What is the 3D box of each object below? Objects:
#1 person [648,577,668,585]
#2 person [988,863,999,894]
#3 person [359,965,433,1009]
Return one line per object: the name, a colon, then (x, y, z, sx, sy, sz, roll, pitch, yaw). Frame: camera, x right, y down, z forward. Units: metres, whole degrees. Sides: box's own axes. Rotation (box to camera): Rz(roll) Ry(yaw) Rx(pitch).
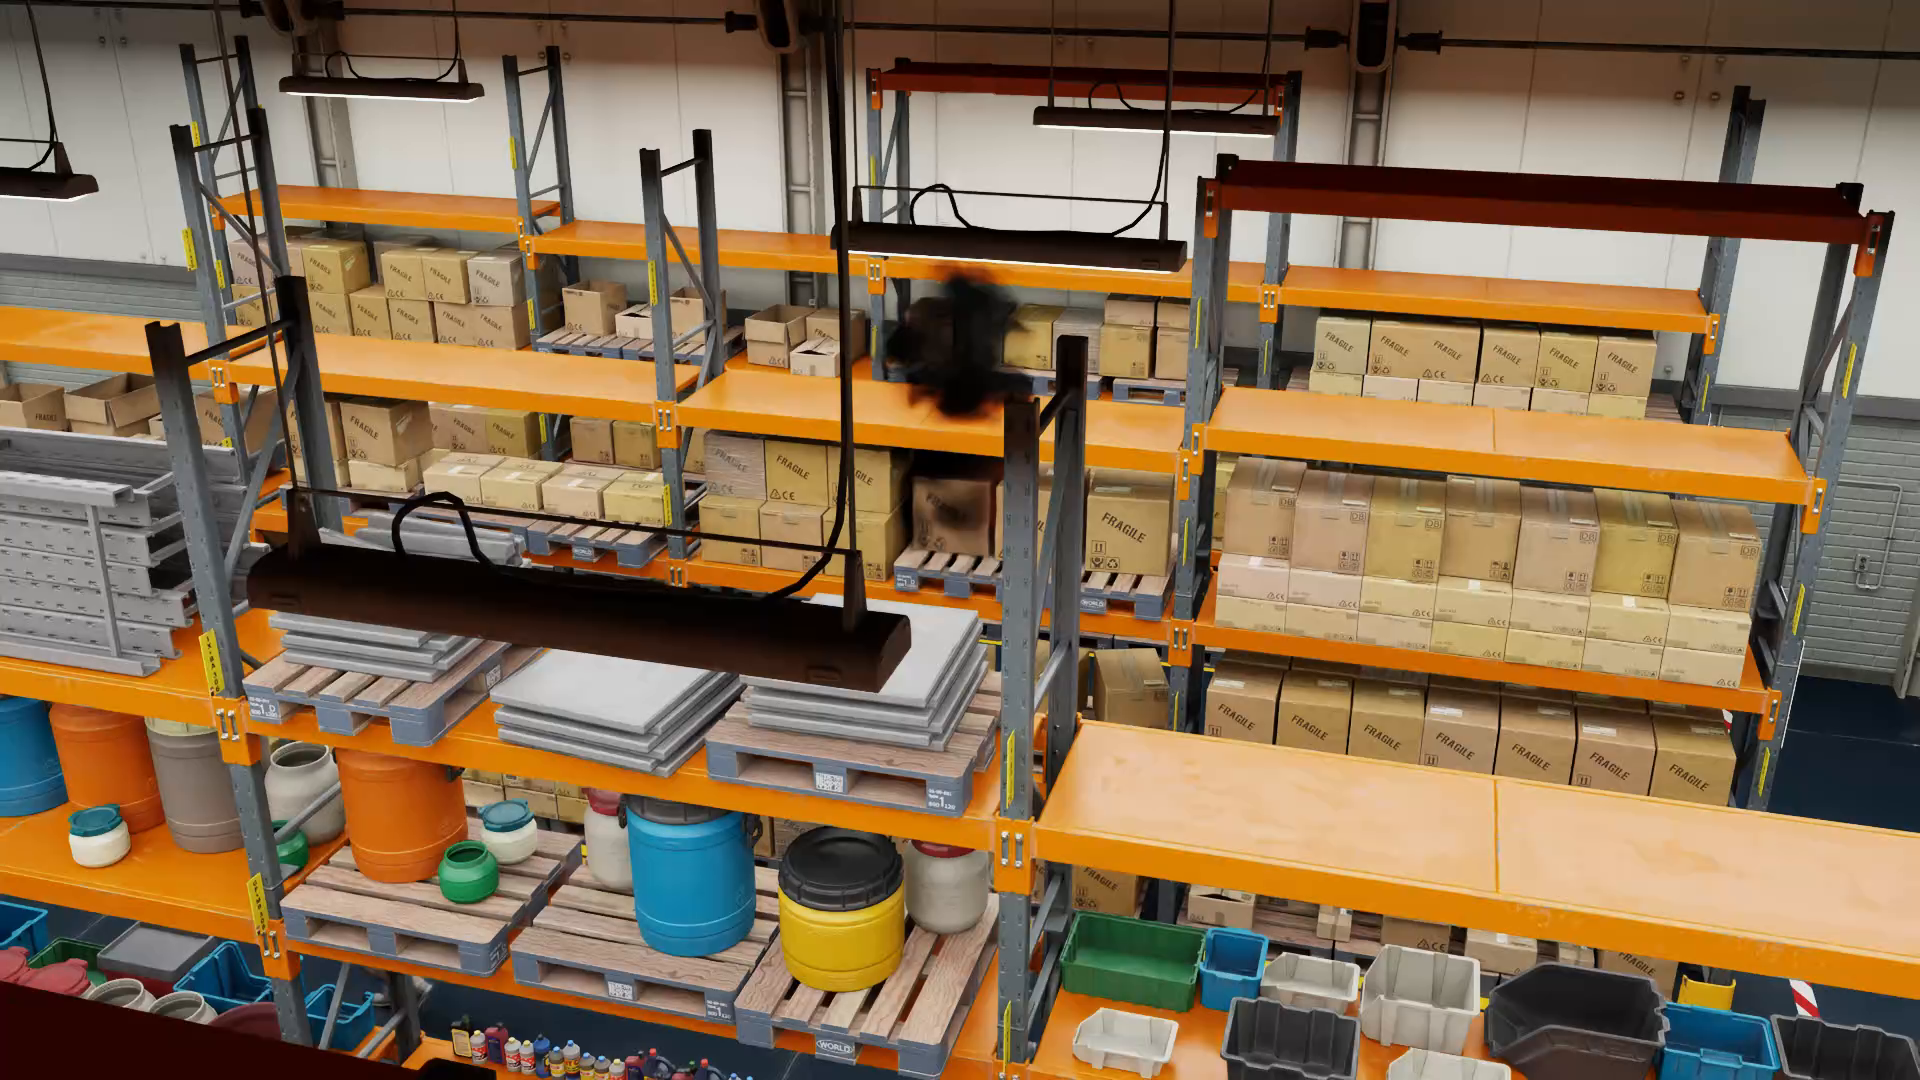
person: (-2.933, 0.780, 16.712, 0.707, 1.745, 0.661, 4, 23, 10)
person: (0.196, 2.965, 11.463, 0.528, 1.653, 0.589, 5, 23, 11)
person: (-4.127, 2.702, 12.077, 0.641, 1.703, 0.672, 6, 23, 13)
